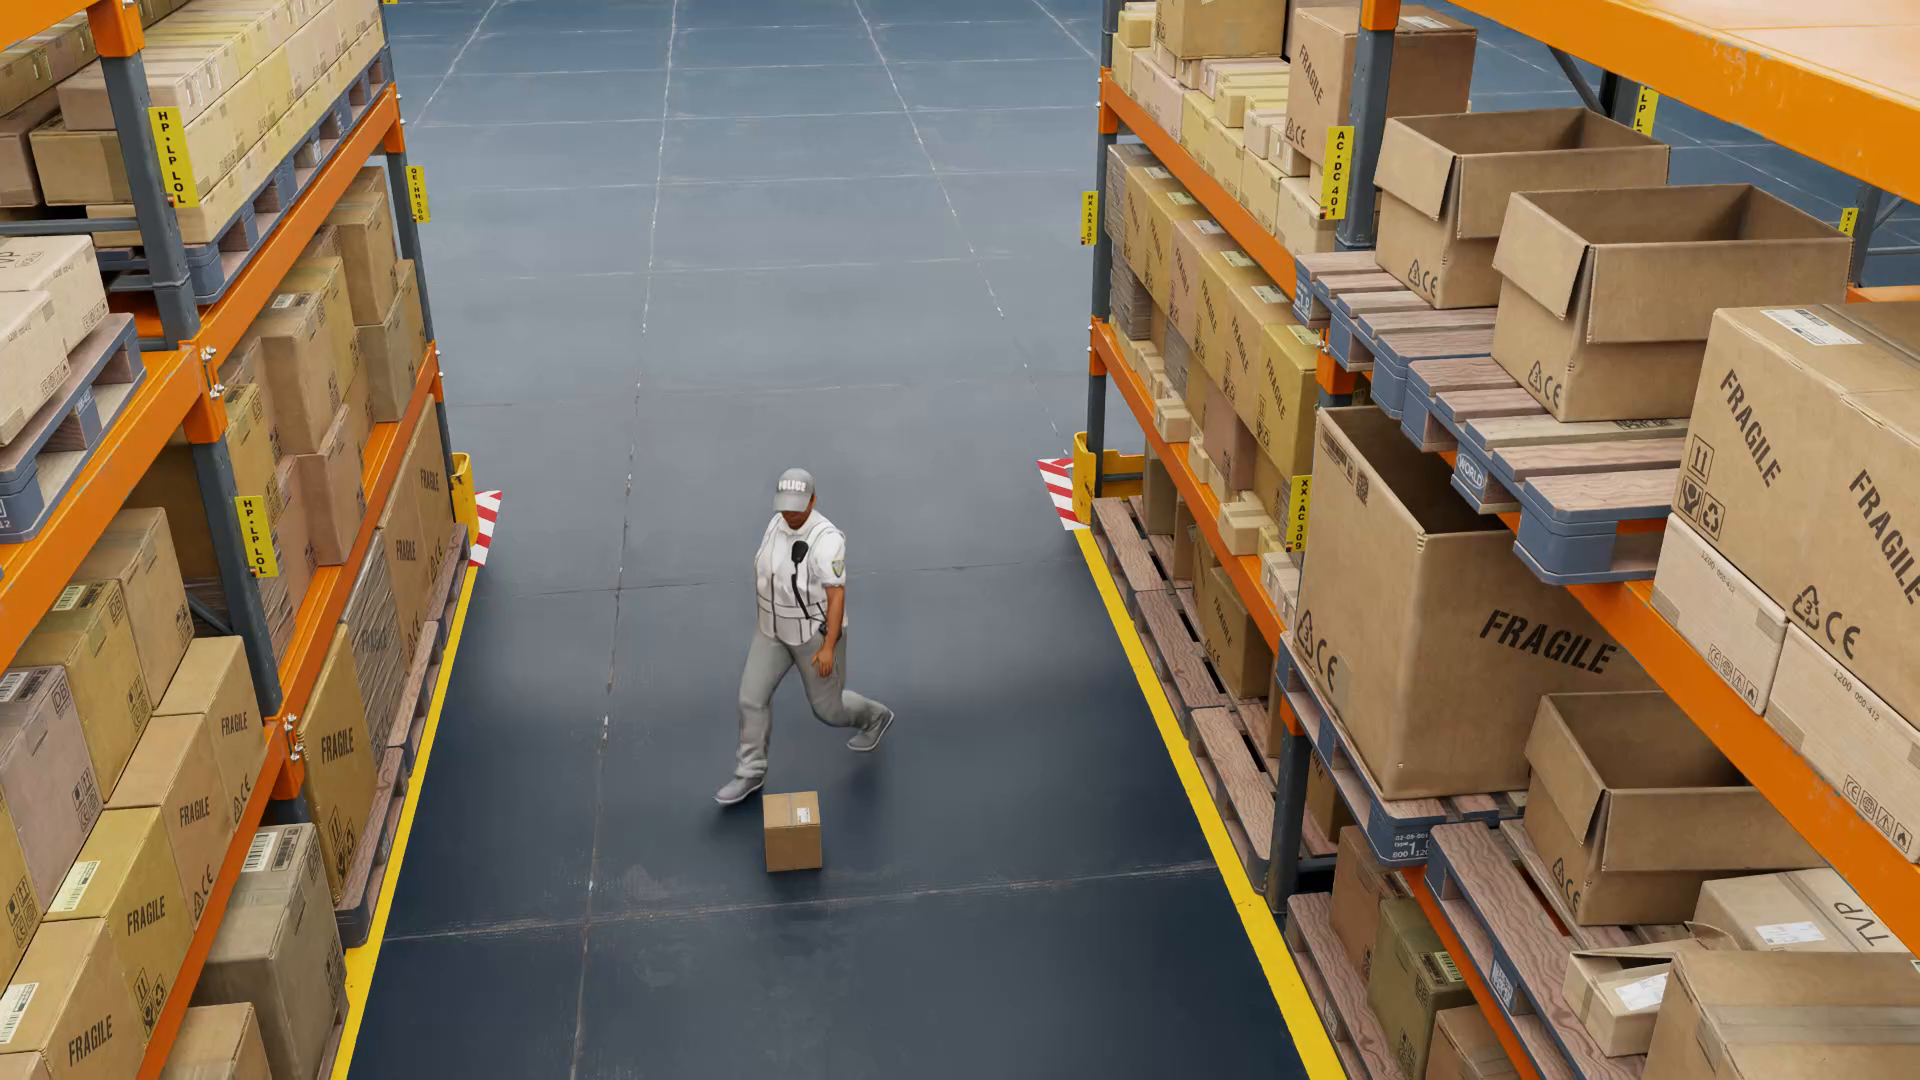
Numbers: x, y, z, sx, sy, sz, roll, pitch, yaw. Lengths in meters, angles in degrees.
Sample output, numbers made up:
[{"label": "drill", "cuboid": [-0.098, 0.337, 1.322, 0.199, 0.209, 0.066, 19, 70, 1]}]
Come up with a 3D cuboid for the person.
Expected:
[{"label": "person", "cuboid": [-0.774, 0.446, 7.820, 0.493, 1.576, 0.965, 20, 33, 33]}]
